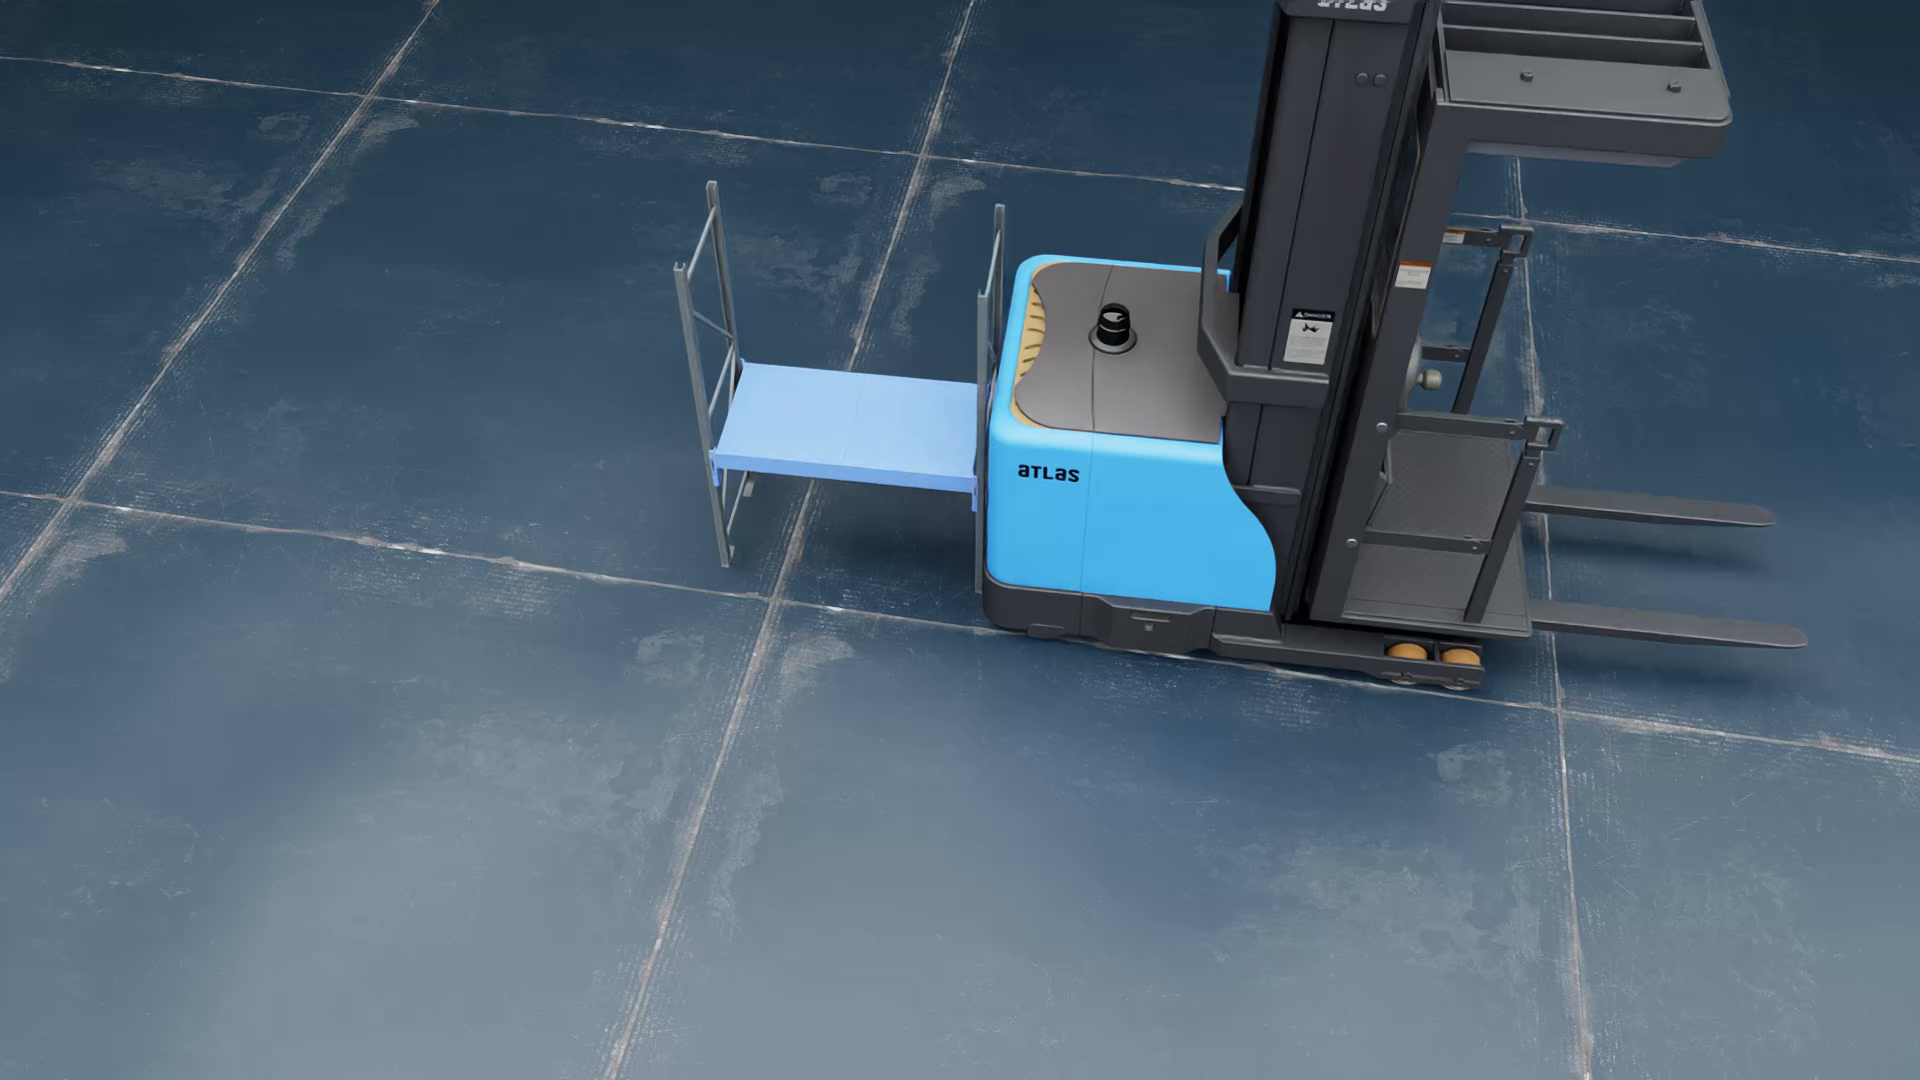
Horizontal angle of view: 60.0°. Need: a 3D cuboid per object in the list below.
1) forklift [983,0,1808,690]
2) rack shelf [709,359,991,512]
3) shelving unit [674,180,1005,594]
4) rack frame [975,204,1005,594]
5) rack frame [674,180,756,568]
[{"bbox_3d":[1.645,-0.843,5.509,3.031,2.935,1.130,6,48,5],"label":"forklift"},{"bbox_3d":[-0.397,-0.405,6.320,1.000,0.185,0.538,6,48,5],"label":"rack shelf"},{"bbox_3d":[-0.397,-0.526,6.186,1.048,1.500,0.538,6,48,5],"label":"shelving unit"},{"bbox_3d":[0.106,-0.475,6.140,0.032,1.500,0.500,6,48,5],"label":"rack frame"},{"bbox_3d":[-0.901,-0.576,6.231,0.032,1.500,0.500,6,48,5],"label":"rack frame"}]
